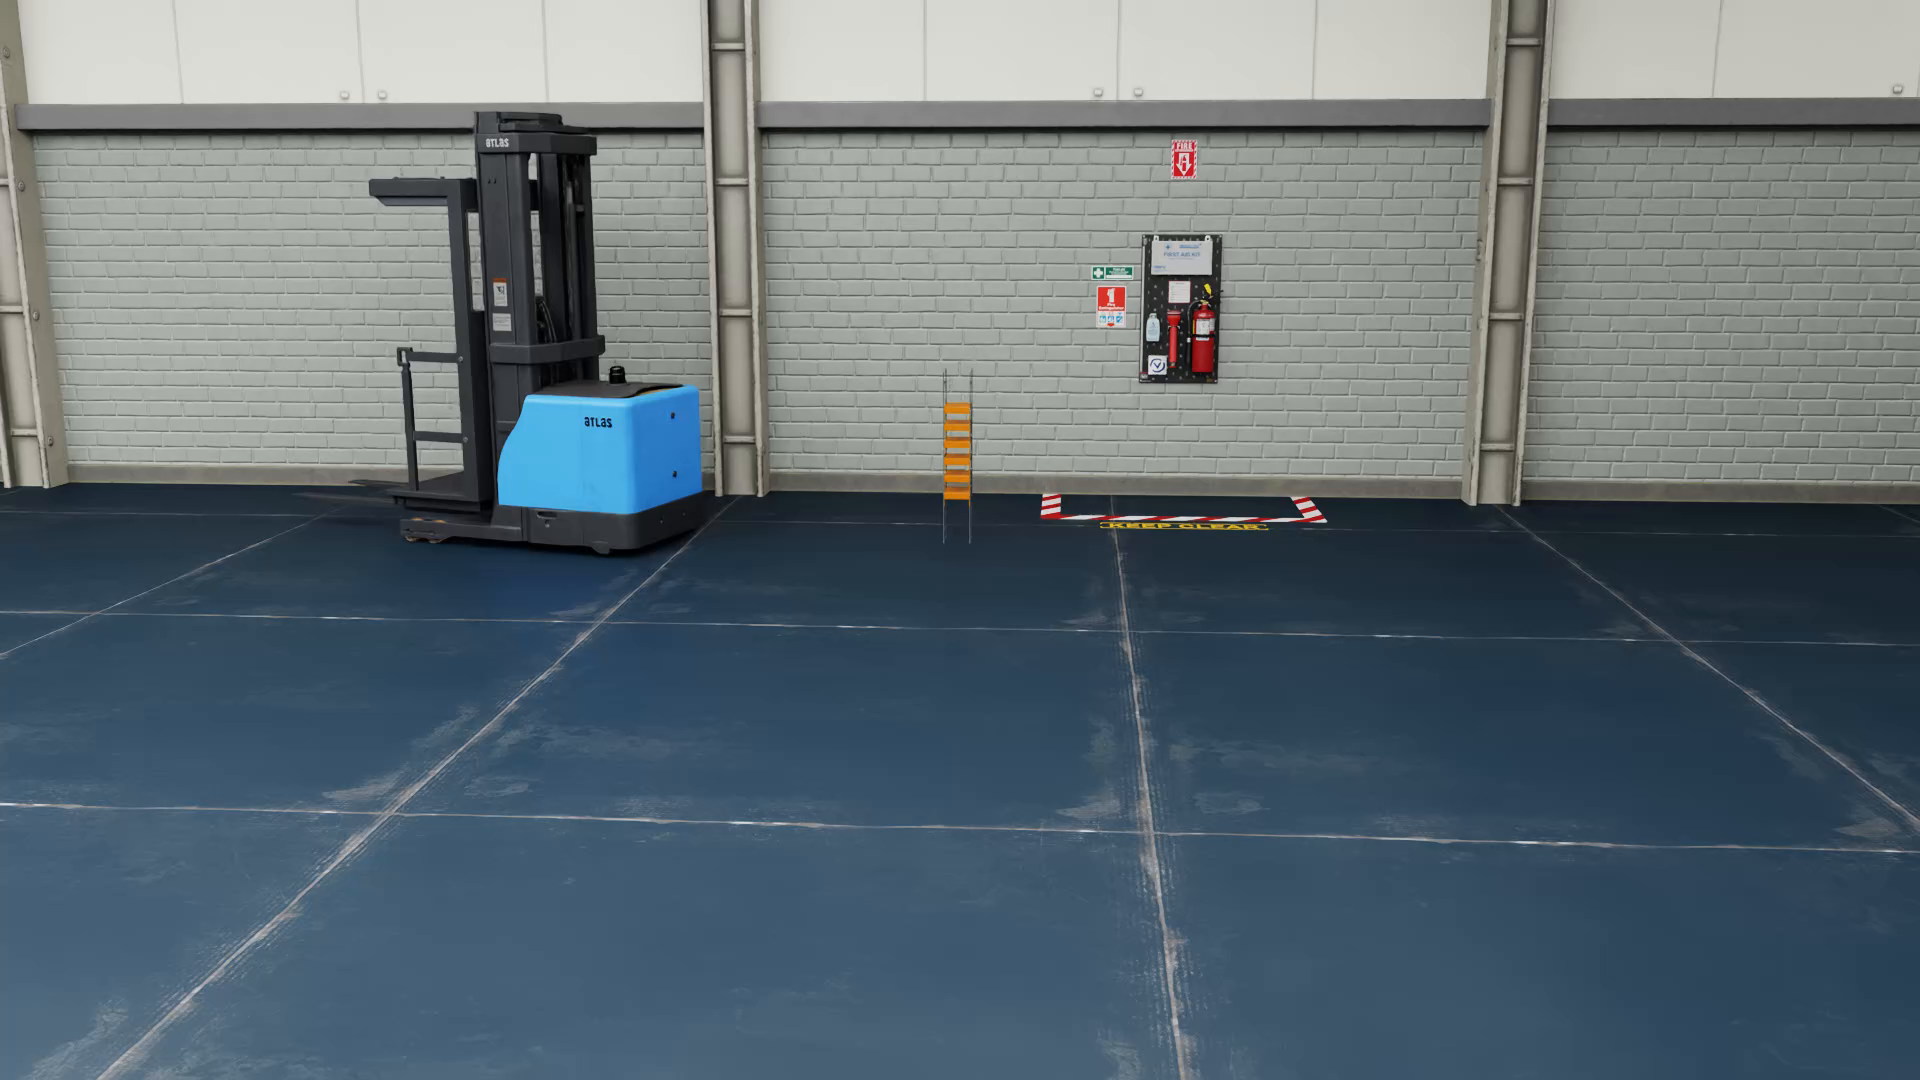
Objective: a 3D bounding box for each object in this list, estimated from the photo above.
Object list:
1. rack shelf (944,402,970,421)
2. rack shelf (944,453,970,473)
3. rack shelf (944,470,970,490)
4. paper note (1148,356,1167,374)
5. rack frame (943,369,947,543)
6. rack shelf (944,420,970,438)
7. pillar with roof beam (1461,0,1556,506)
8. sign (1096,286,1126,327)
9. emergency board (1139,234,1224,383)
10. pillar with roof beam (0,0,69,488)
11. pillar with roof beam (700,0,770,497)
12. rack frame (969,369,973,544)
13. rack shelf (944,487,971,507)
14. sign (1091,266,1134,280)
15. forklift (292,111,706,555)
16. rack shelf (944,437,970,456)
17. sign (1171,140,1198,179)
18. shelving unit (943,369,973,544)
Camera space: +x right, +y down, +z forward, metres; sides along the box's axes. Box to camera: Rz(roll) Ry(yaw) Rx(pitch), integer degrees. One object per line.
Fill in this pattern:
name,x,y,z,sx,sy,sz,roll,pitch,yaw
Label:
rack shelf,-0.014,-0.896,11.582,0.180,0.103,0.258,1,12,4
rack shelf,-0.014,-0.544,11.655,0.180,0.103,0.258,1,12,4
rack shelf,-0.014,-0.427,11.680,0.180,0.103,0.258,1,12,4
paper note,1.576,-1.397,13.271,0.142,0.148,0.016,1,12,4
rack frame,-0.106,-0.589,11.652,0.006,1.200,0.240,1,12,4
rack shelf,-0.014,-0.779,11.606,0.180,0.103,0.258,1,12,4
pillar with roof beam,3.924,-3.827,8.084,0.400,9.000,9.100,1,12,4
sign,1.204,-1.858,13.235,0.234,0.329,0.001,1,12,4
emergency board,1.748,-1.811,13.102,0.643,1.169,0.194,1,12,4
pillar with roof beam,-8.049,-3.991,8.869,0.400,9.000,9.100,1,12,4
pillar with roof beam,-2.063,-3.909,8.477,0.400,9.000,9.100,1,12,4
rack frame,0.077,-0.586,11.640,0.006,1.200,0.240,1,12,4
rack shelf,-0.014,-0.309,11.704,0.180,0.103,0.258,1,12,4
sign,1.208,-2.115,13.172,0.331,0.109,0.001,1,12,4
forklift,-3.404,-1.504,11.801,3.031,2.935,1.130,5,13,21
rack shelf,-0.014,-0.661,11.631,0.180,0.103,0.258,1,12,4
sign,1.747,-2.967,12.962,0.199,0.298,0.001,1,12,4
shelving unit,-0.014,-0.587,11.646,0.189,1.200,0.258,1,12,4
